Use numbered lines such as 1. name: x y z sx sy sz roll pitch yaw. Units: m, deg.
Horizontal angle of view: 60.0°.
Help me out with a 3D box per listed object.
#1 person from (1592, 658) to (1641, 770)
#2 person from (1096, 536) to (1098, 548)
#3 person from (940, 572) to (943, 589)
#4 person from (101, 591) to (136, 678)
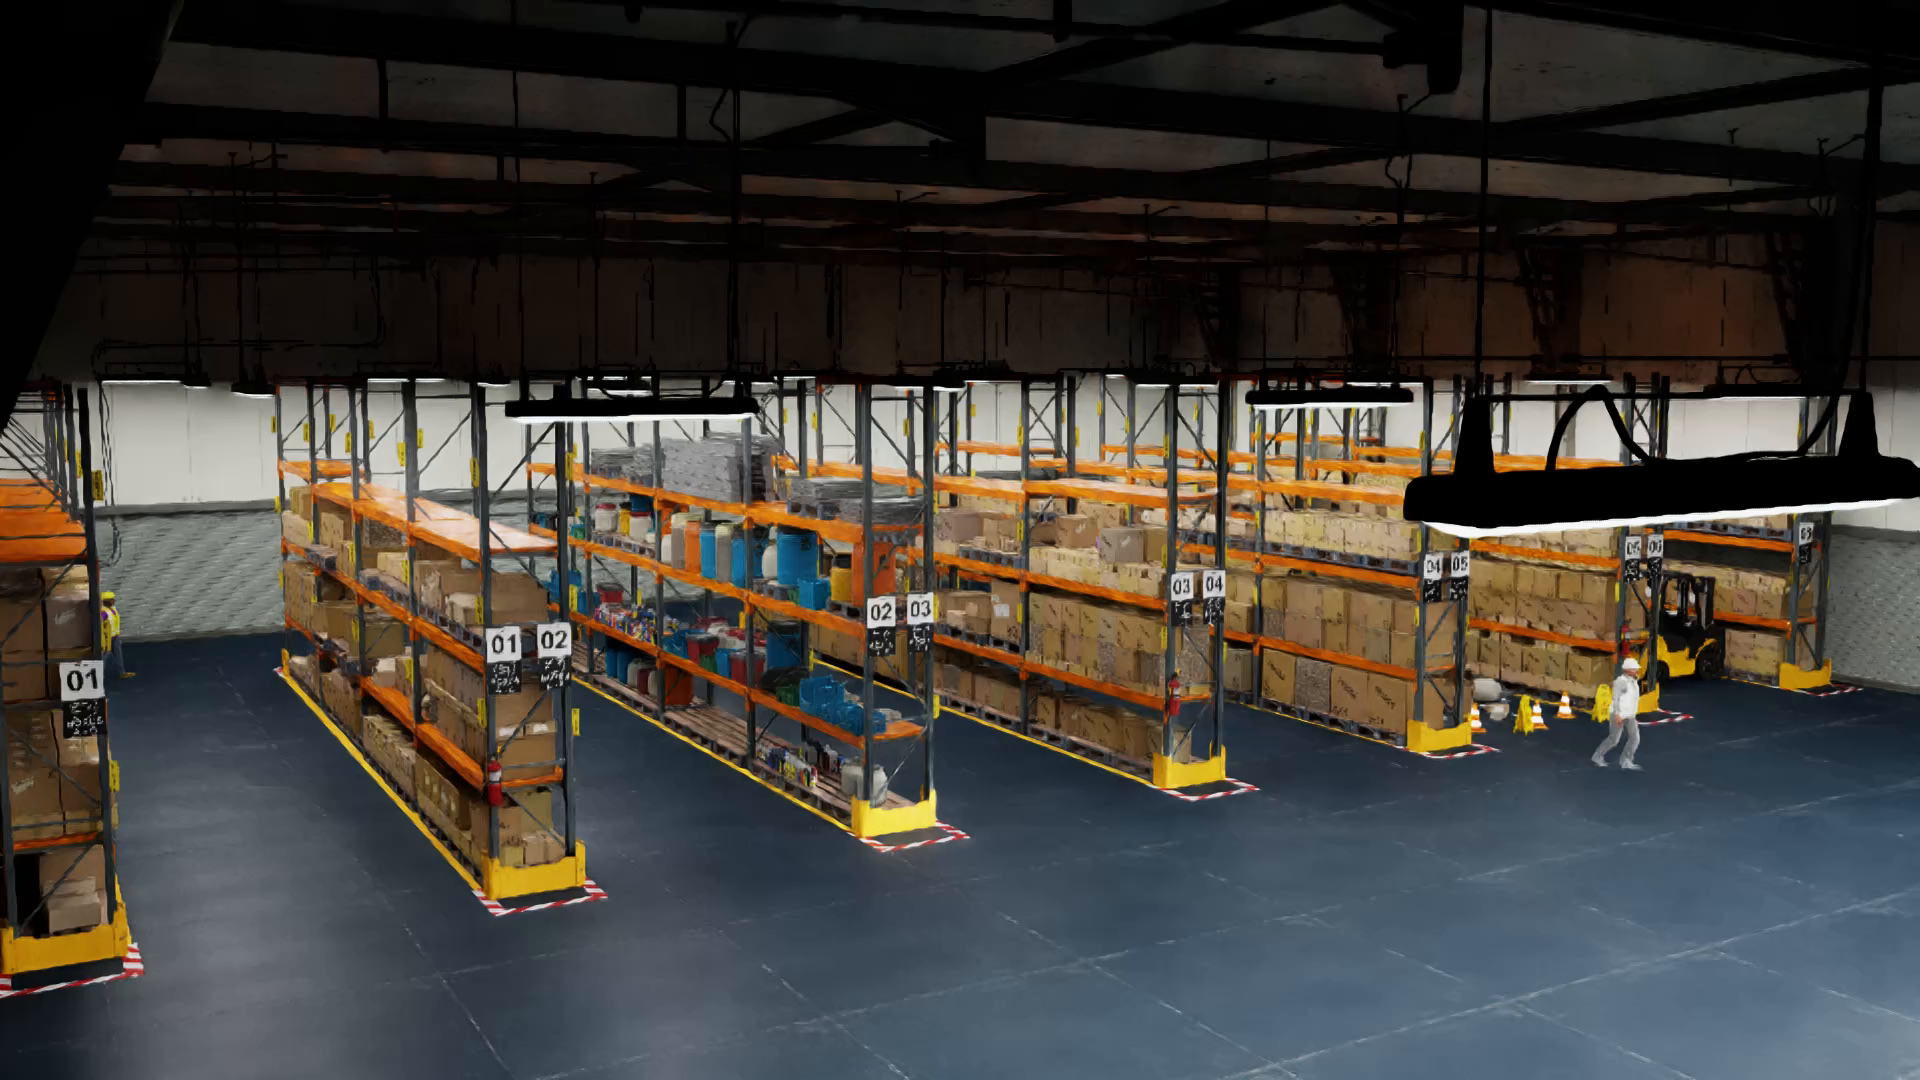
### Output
1. person: 10.171 2.660 25.699 0.662 1.740 0.685 -5 8 -38
2. person: 4.012 0.437 46.653 0.557 1.575 0.410 3 7 29
3. person: -0.658 0.809 42.993 0.513 1.660 0.538 1 6 7
4. person: -16.658 1.876 32.631 0.537 1.756 0.709 0 6 4
